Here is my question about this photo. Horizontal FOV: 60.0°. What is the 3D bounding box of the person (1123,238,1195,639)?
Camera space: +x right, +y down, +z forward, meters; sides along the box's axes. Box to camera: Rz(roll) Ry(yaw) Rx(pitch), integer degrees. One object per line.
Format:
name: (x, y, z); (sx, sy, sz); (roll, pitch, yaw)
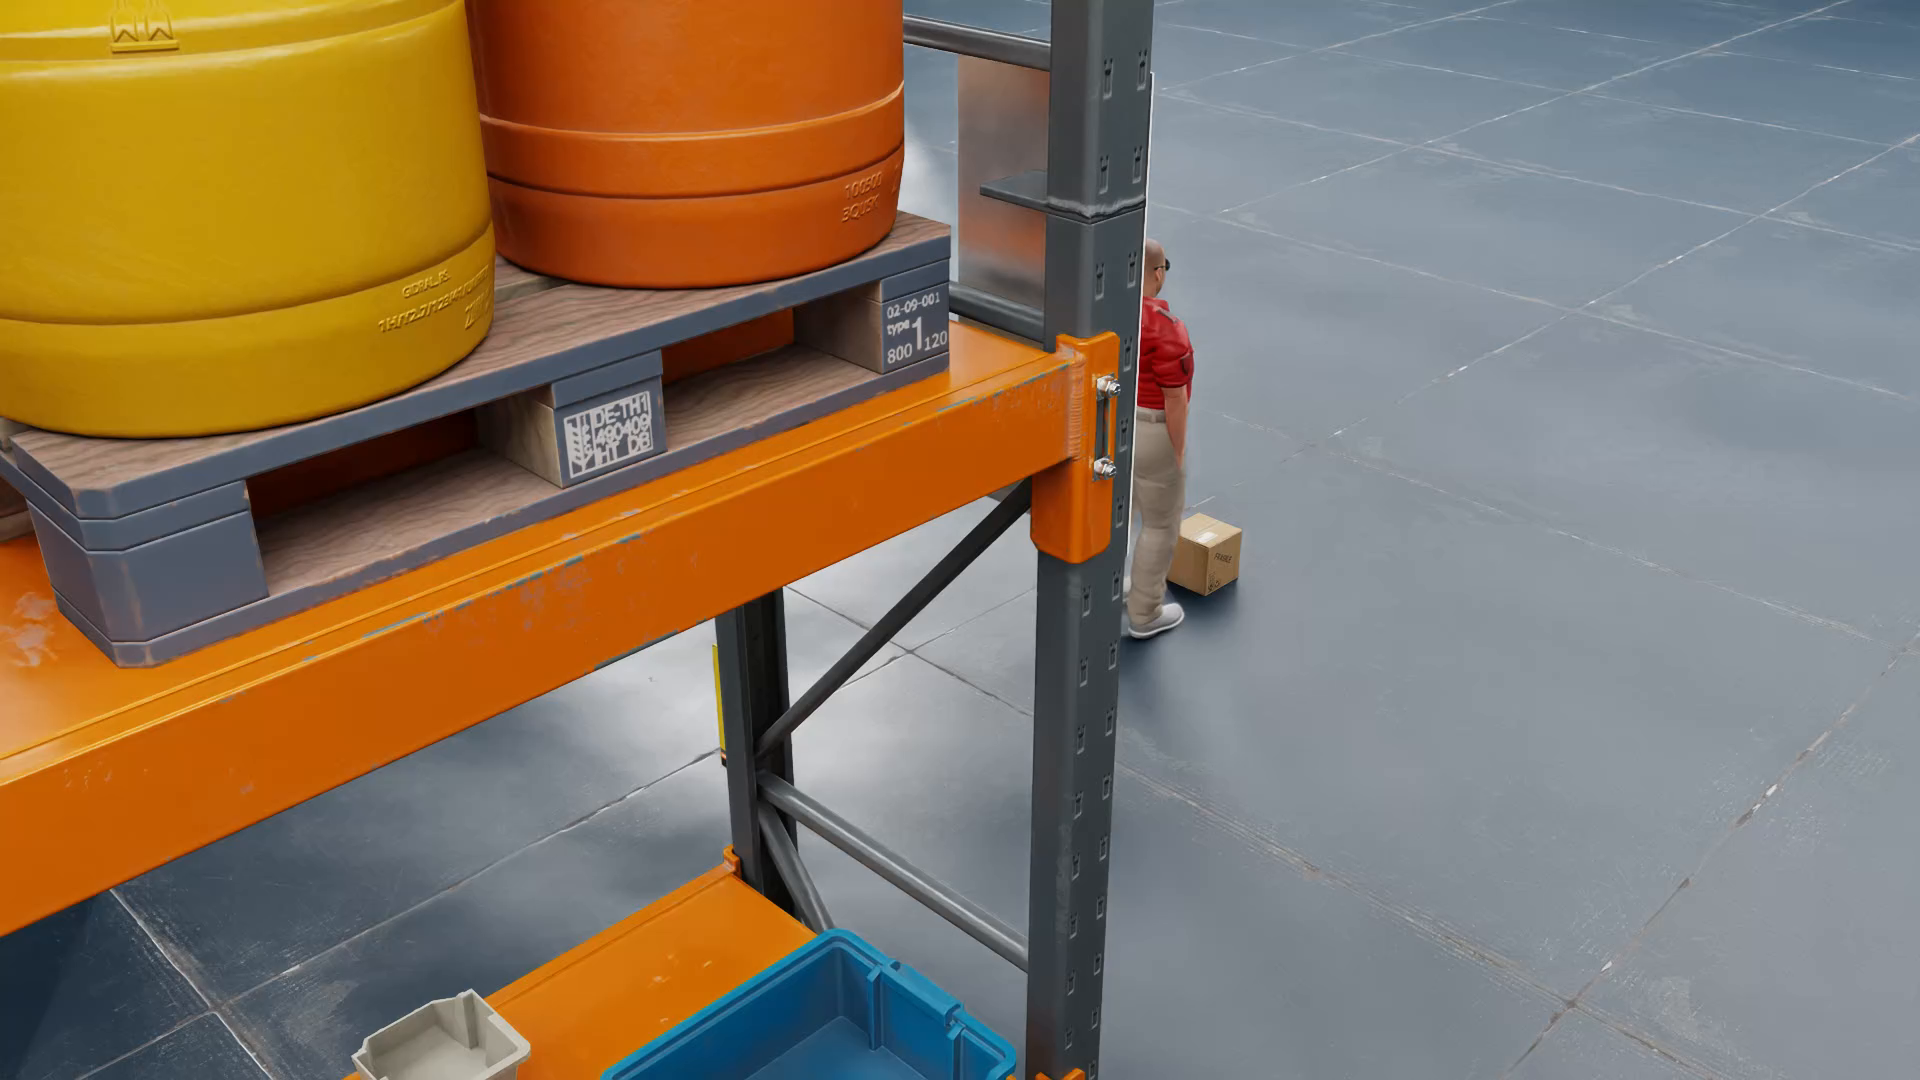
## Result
person: (0.760, -0.438, 6.989); (0.360, 1.725, 0.527); (-24, 36, -38)
